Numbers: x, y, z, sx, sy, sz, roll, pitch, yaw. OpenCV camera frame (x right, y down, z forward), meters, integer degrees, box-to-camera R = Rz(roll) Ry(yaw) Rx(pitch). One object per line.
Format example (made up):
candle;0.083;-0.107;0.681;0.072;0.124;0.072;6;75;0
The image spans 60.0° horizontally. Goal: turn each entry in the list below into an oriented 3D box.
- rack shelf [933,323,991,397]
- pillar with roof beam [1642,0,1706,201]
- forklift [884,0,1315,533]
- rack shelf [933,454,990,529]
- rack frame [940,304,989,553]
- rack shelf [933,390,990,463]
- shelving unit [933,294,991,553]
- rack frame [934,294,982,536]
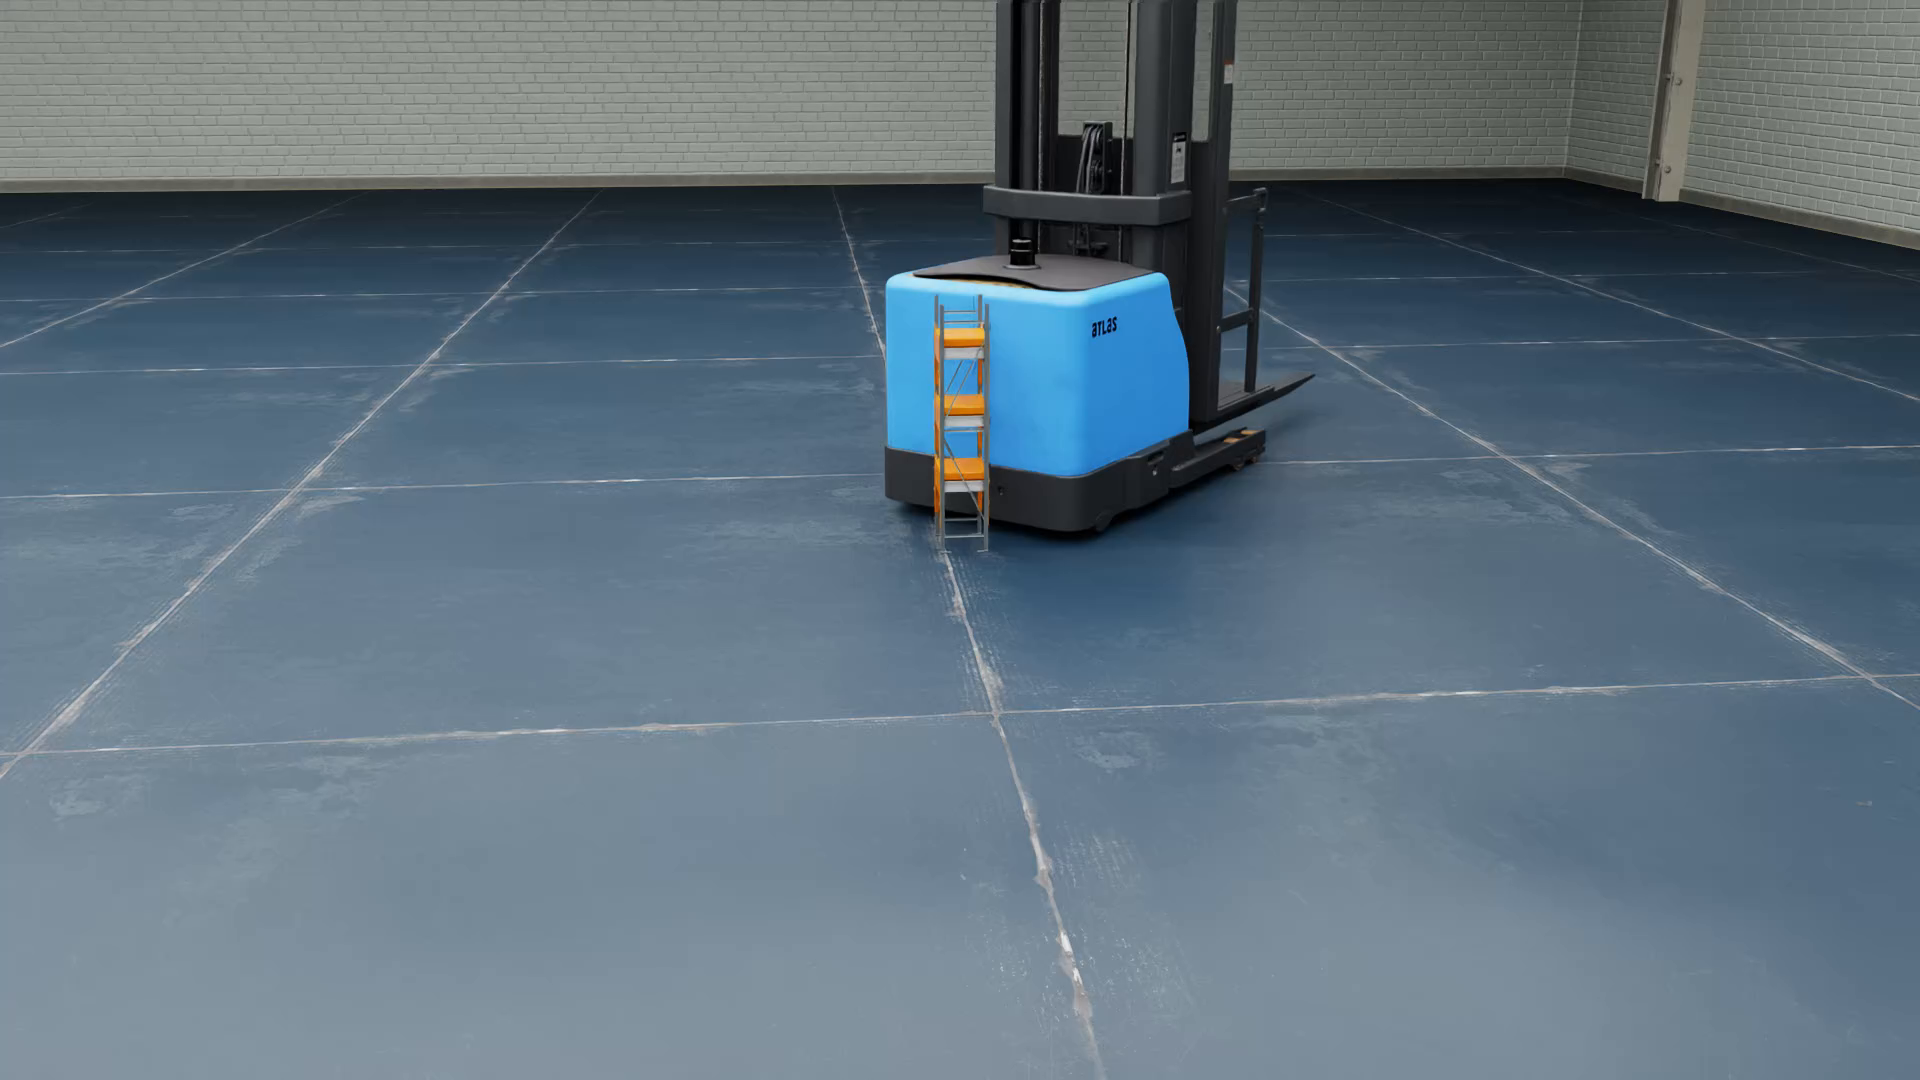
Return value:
rack shelf;0.005;-0.746;6.887;0.215;0.259;0.240;-2;18;-6
pillar with roof beam;4.415;-8.383;18.857;9.100;9.000;0.400;-2;18;-6
forklift;0.897;-1.815;8.066;1.130;2.935;3.031;11;21;32
rack shelf;0.006;-0.210;7.055;0.215;0.259;0.240;-2;18;-6
rack frame;0.018;-0.449;6.853;0.200;1.050;0.008;-2;18;-6
rack shelf;0.005;-0.475;6.972;0.215;0.259;0.240;-2;18;-6
shelving unit;0.005;-0.485;6.969;0.215;1.050;0.252;-2;18;-6
rack frame;-0.007;-0.521;7.085;0.200;1.050;0.008;-2;18;-6
